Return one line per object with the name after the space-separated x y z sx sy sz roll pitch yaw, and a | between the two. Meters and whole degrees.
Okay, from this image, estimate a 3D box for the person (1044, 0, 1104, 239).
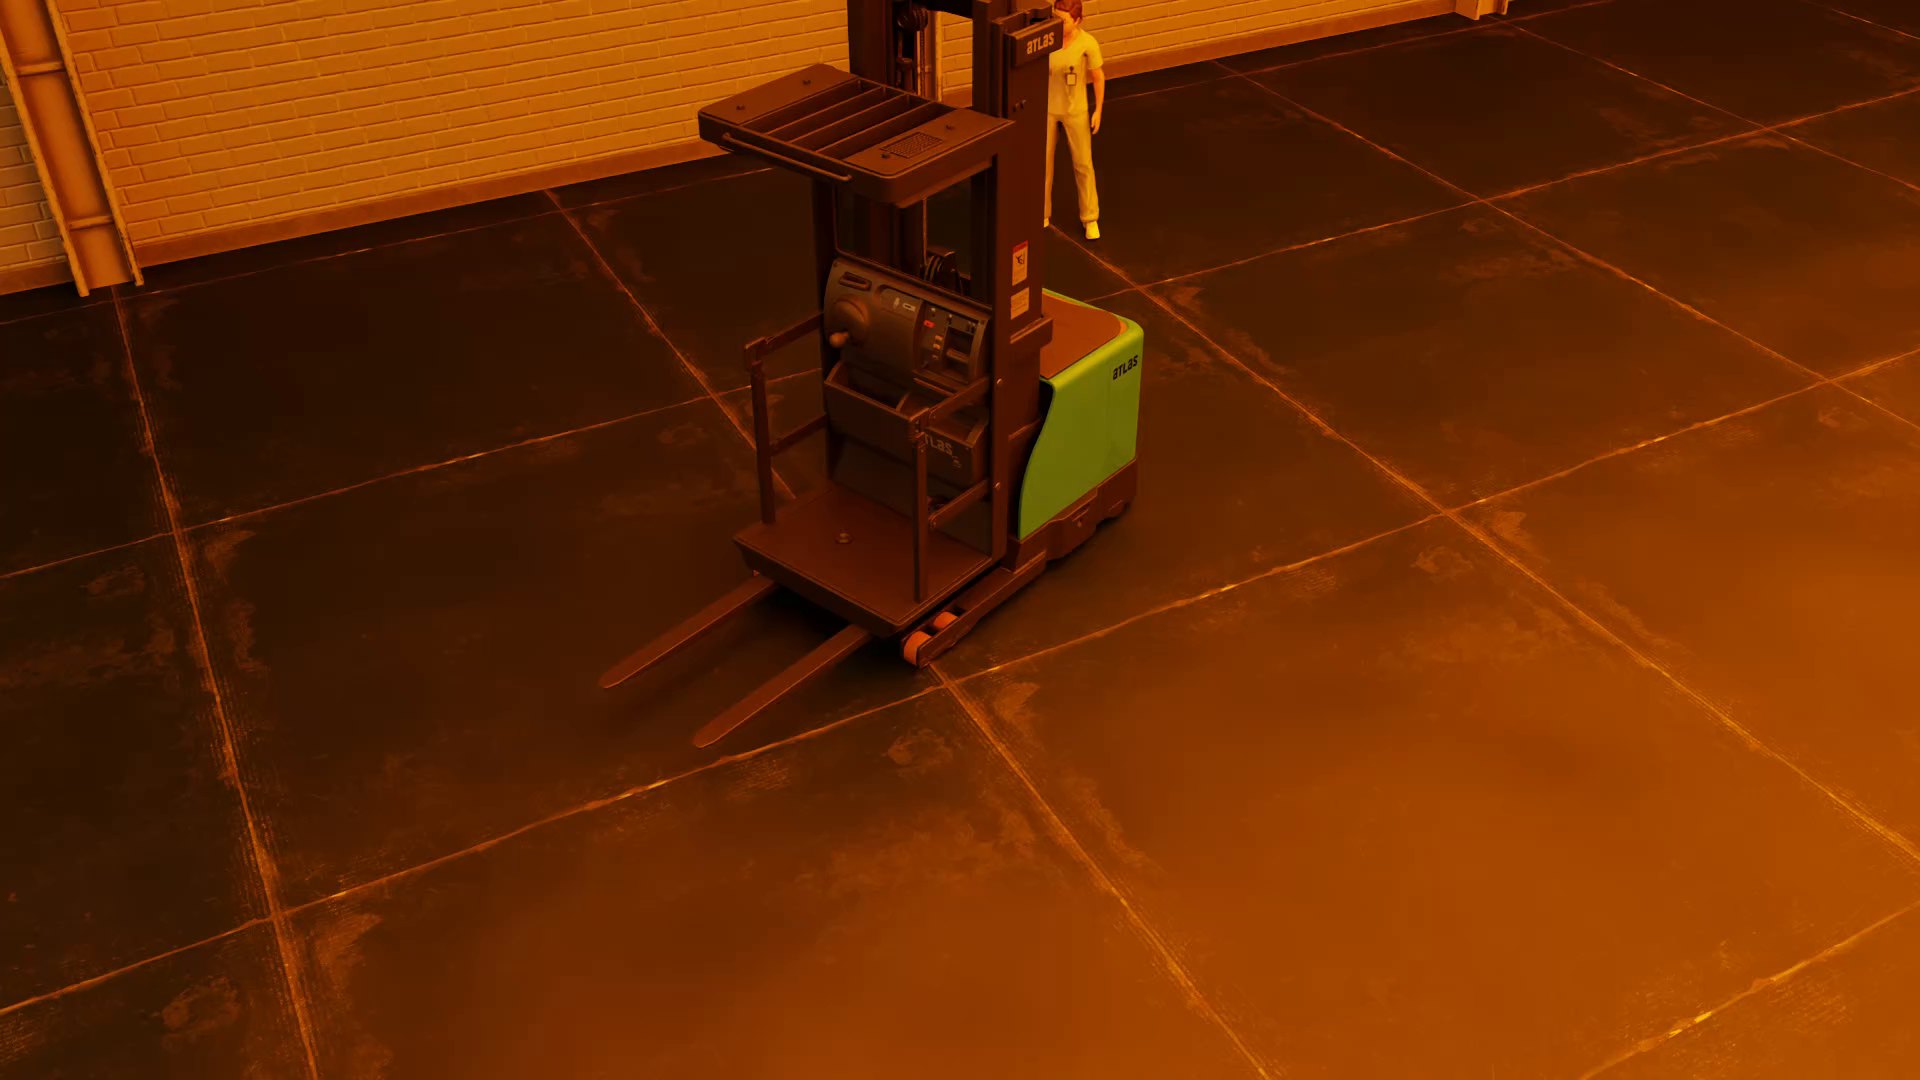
0.705 -2.884 11.297 0.606 1.675 0.401 8 36 11 | person

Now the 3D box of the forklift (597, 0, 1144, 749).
-0.390 -0.927 7.434 1.130 2.935 3.031 26 43 31 | forklift
